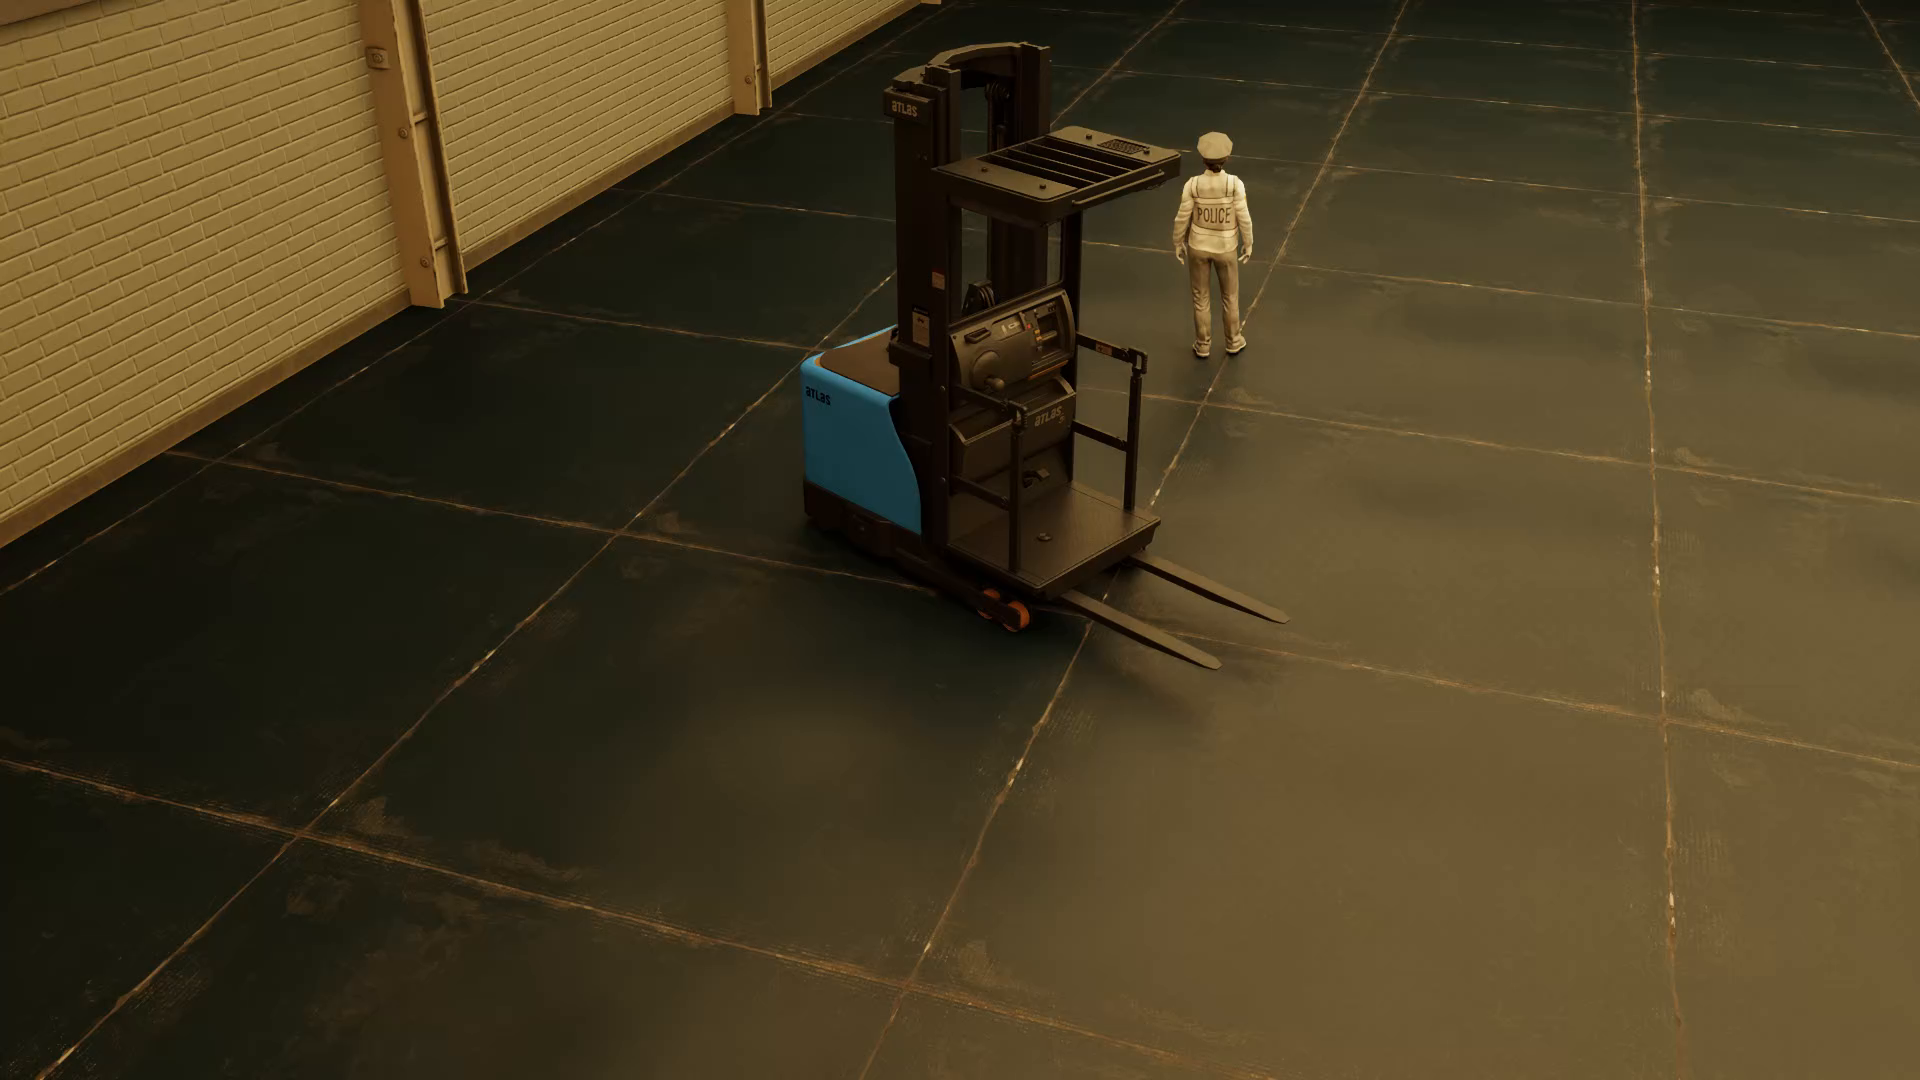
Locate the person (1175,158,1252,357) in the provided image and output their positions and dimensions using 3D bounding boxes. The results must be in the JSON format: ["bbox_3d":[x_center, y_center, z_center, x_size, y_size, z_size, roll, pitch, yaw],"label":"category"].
[{"bbox_3d":[1.865,-2.141,12.181,0.569,1.641,0.500,6,30,11],"label":"person"}]

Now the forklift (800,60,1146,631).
[{"bbox_3d":[0.057,-1.219,9.338,1.939,2.867,1.129,26,38,37],"label":"forklift"}]
